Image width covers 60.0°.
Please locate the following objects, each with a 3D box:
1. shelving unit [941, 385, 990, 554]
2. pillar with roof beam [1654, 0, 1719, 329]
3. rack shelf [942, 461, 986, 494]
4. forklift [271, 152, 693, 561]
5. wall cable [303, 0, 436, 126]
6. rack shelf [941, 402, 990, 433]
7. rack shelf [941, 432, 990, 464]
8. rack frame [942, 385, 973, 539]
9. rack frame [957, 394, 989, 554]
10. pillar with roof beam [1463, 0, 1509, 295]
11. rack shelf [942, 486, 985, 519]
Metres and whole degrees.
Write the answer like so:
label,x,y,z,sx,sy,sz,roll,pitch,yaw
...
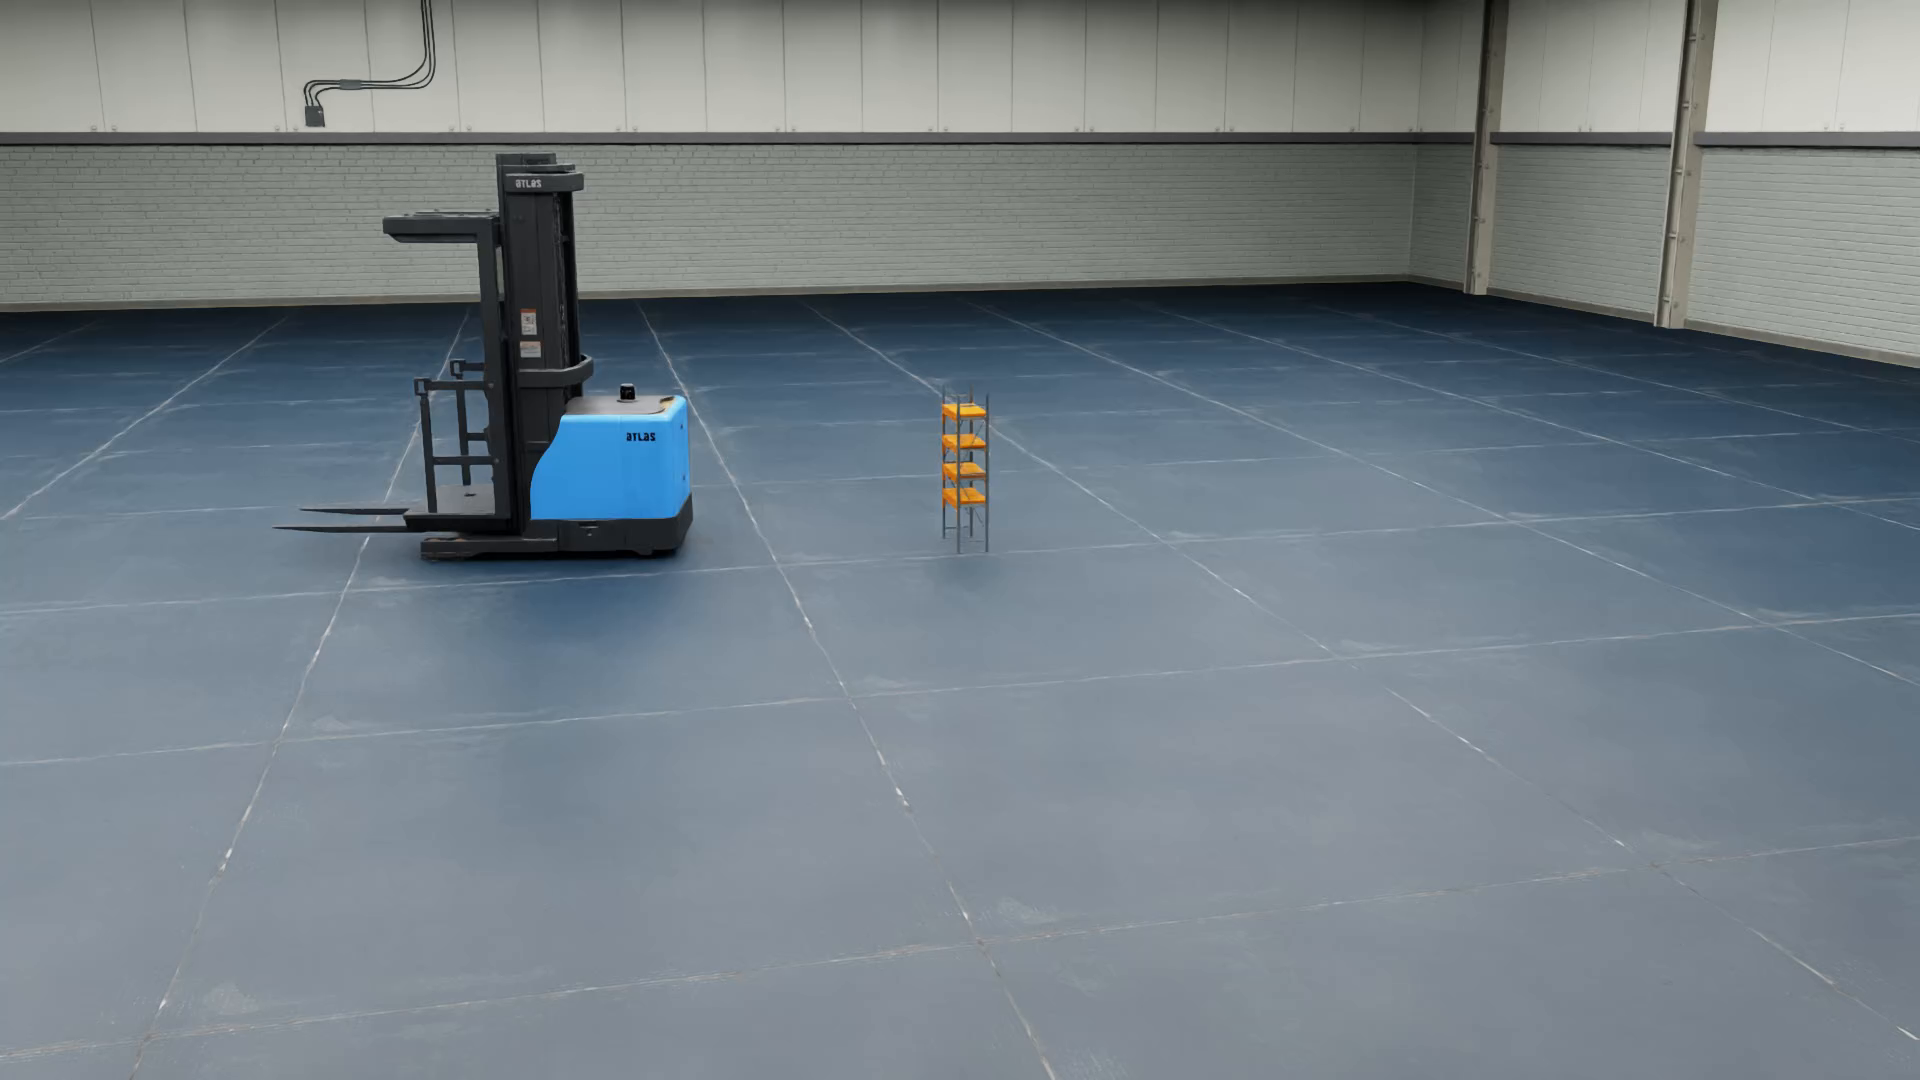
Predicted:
label,x,y,z,sx,sy,sz,roll,pitch,yaw
shelving unit,0.039,-0.545,12.628,0.258,1.200,0.503,-3,14,-13
pillar with roof beam,7.403,-7.611,25.121,9.100,9.000,0.400,-3,14,-13
rack shelf,0.039,-0.479,12.644,0.258,0.148,0.480,-3,14,-13
forklift,-3.628,-1.394,12.457,3.031,2.935,1.130,0,14,-2
wall cable,-10.616,-10.411,29.413,2.305,6.003,0.169,-3,14,-13
rack shelf,0.039,-0.926,12.535,0.258,0.148,0.480,-3,14,-13
rack shelf,0.039,-0.697,12.591,0.258,0.148,0.480,-3,14,-13
rack frame,-0.018,-0.601,12.859,0.240,1.200,0.015,-3,14,-13
rack frame,0.096,-0.488,12.398,0.240,1.200,0.015,-3,14,-13
pillar with roof beam,5.994,-8.996,30.786,9.100,9.000,0.400,-3,14,-13
rack shelf,0.039,-0.286,12.691,0.258,0.148,0.480,-3,14,-13
